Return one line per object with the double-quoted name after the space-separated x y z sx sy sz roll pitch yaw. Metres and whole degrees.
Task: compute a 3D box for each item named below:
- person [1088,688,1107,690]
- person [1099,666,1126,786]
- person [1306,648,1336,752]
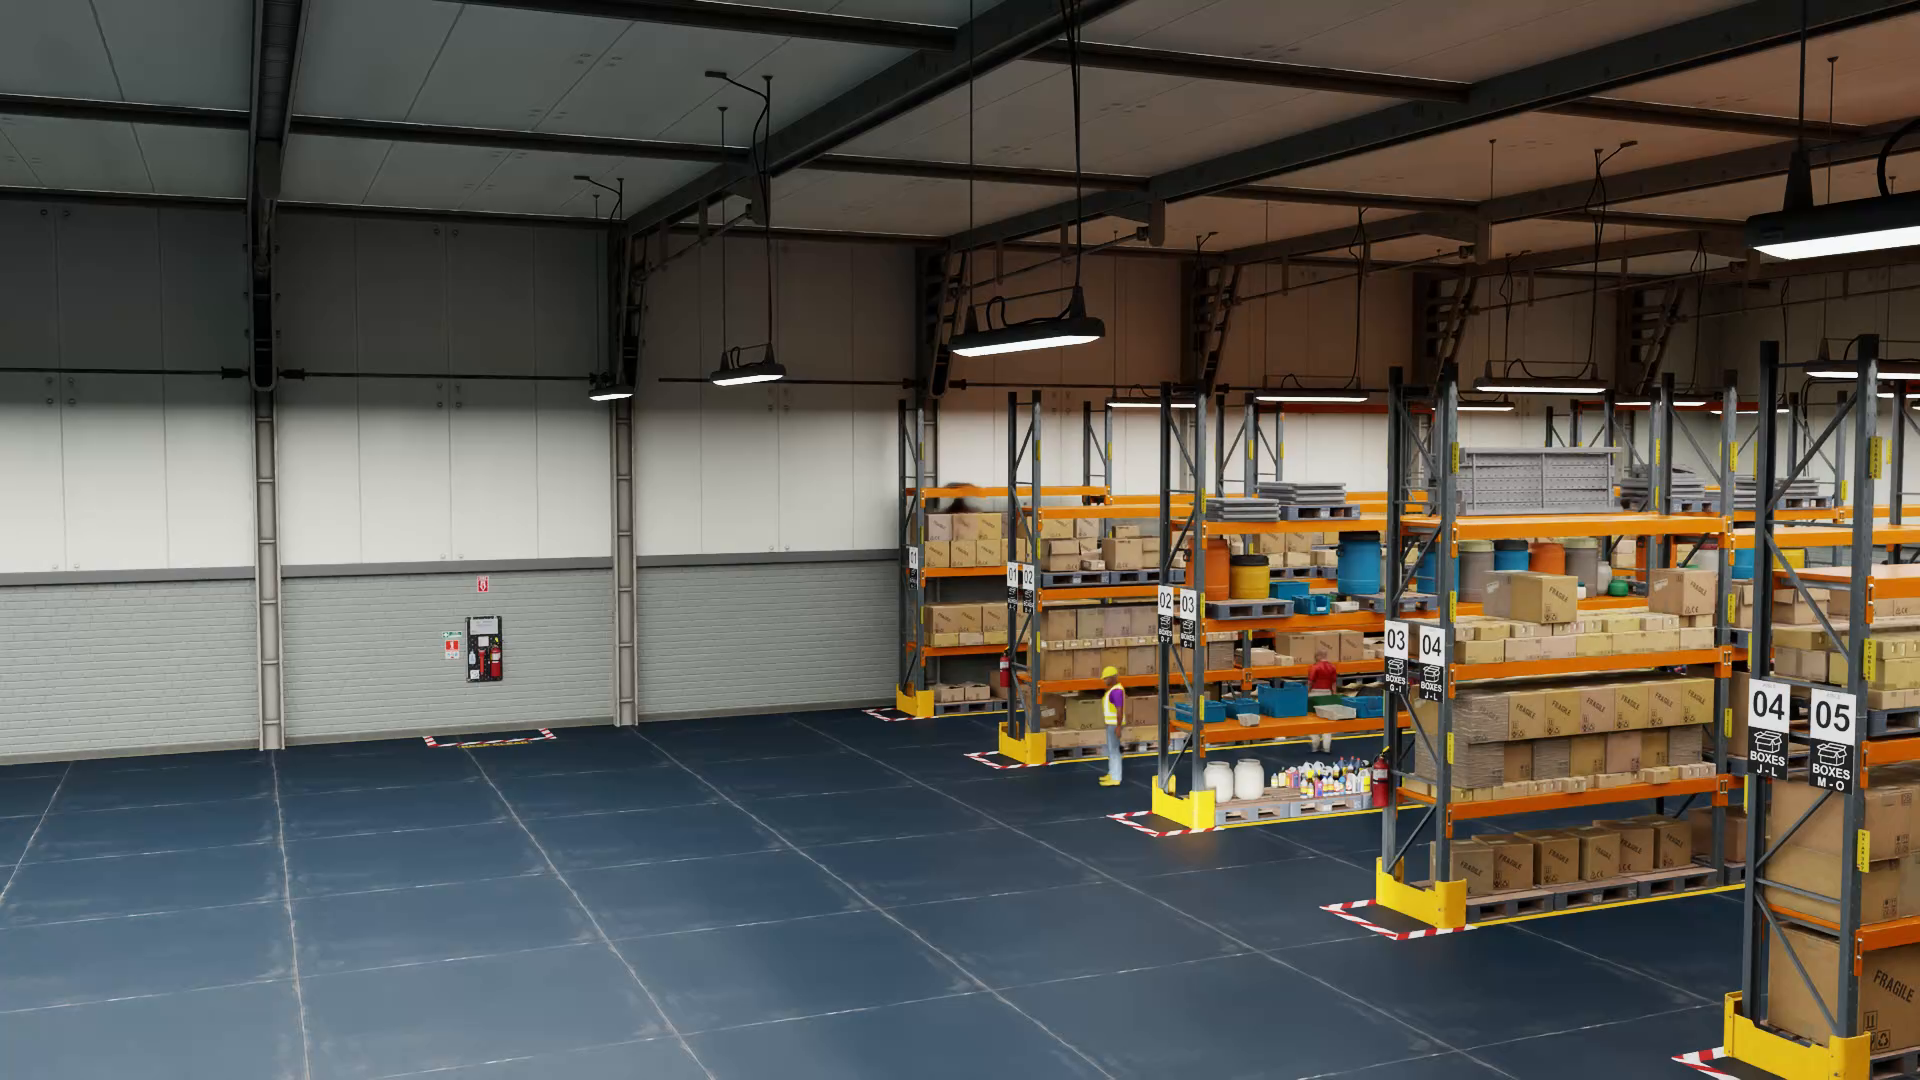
2.591 2.467 31.575 1.028 1.712 0.660 -1 4 -19 "person"
2.317 2.798 25.227 0.405 1.763 0.612 0 3 2 "person"
5.993 2.670 27.700 0.545 1.738 0.403 -1 4 -17 "person"
